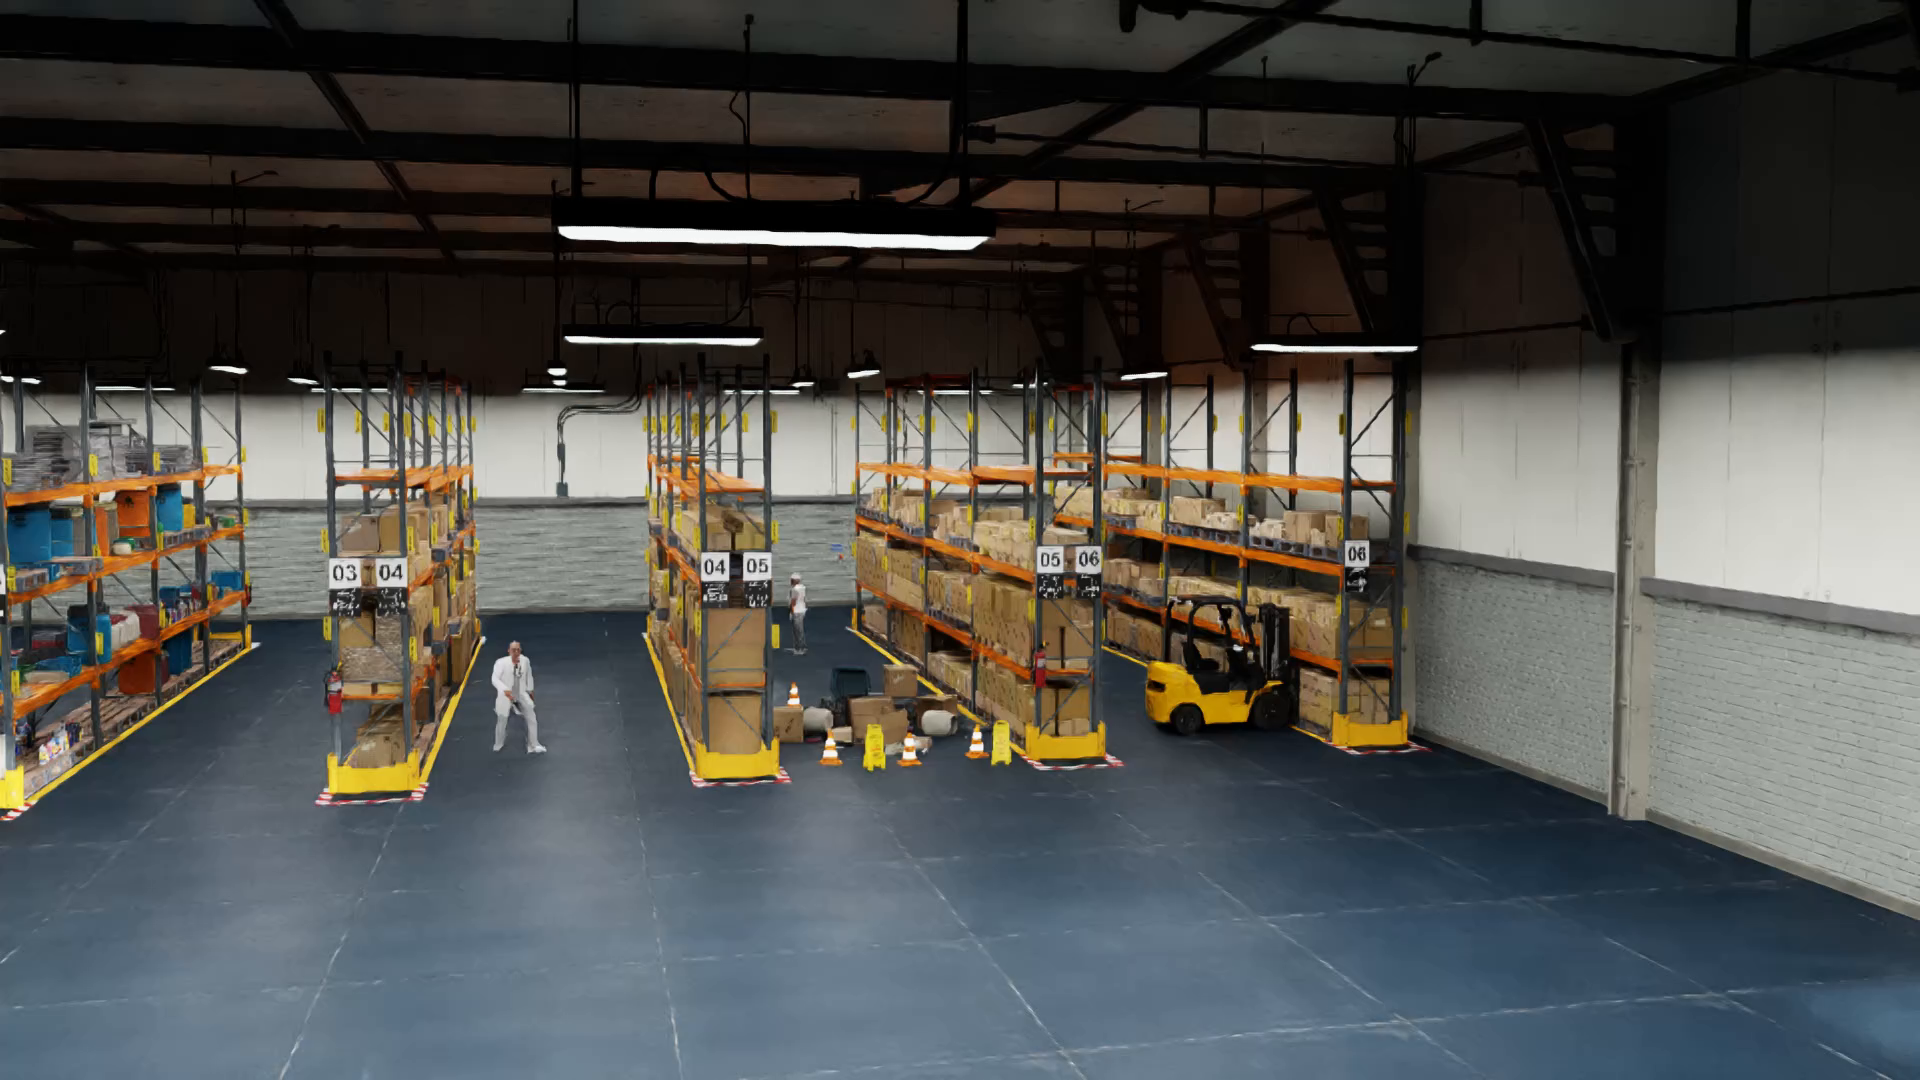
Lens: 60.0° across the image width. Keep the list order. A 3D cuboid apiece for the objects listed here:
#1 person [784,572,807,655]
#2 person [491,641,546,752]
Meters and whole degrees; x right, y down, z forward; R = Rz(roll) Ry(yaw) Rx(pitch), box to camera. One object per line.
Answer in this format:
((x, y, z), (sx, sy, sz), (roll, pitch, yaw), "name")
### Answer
((-3.582, 1.579, 36.190), (0.594, 1.782, 0.678), (1, 4, 10), "person")
((-6.785, 2.376, 25.289), (0.737, 1.714, 0.889), (-2, 5, -31), "person")
